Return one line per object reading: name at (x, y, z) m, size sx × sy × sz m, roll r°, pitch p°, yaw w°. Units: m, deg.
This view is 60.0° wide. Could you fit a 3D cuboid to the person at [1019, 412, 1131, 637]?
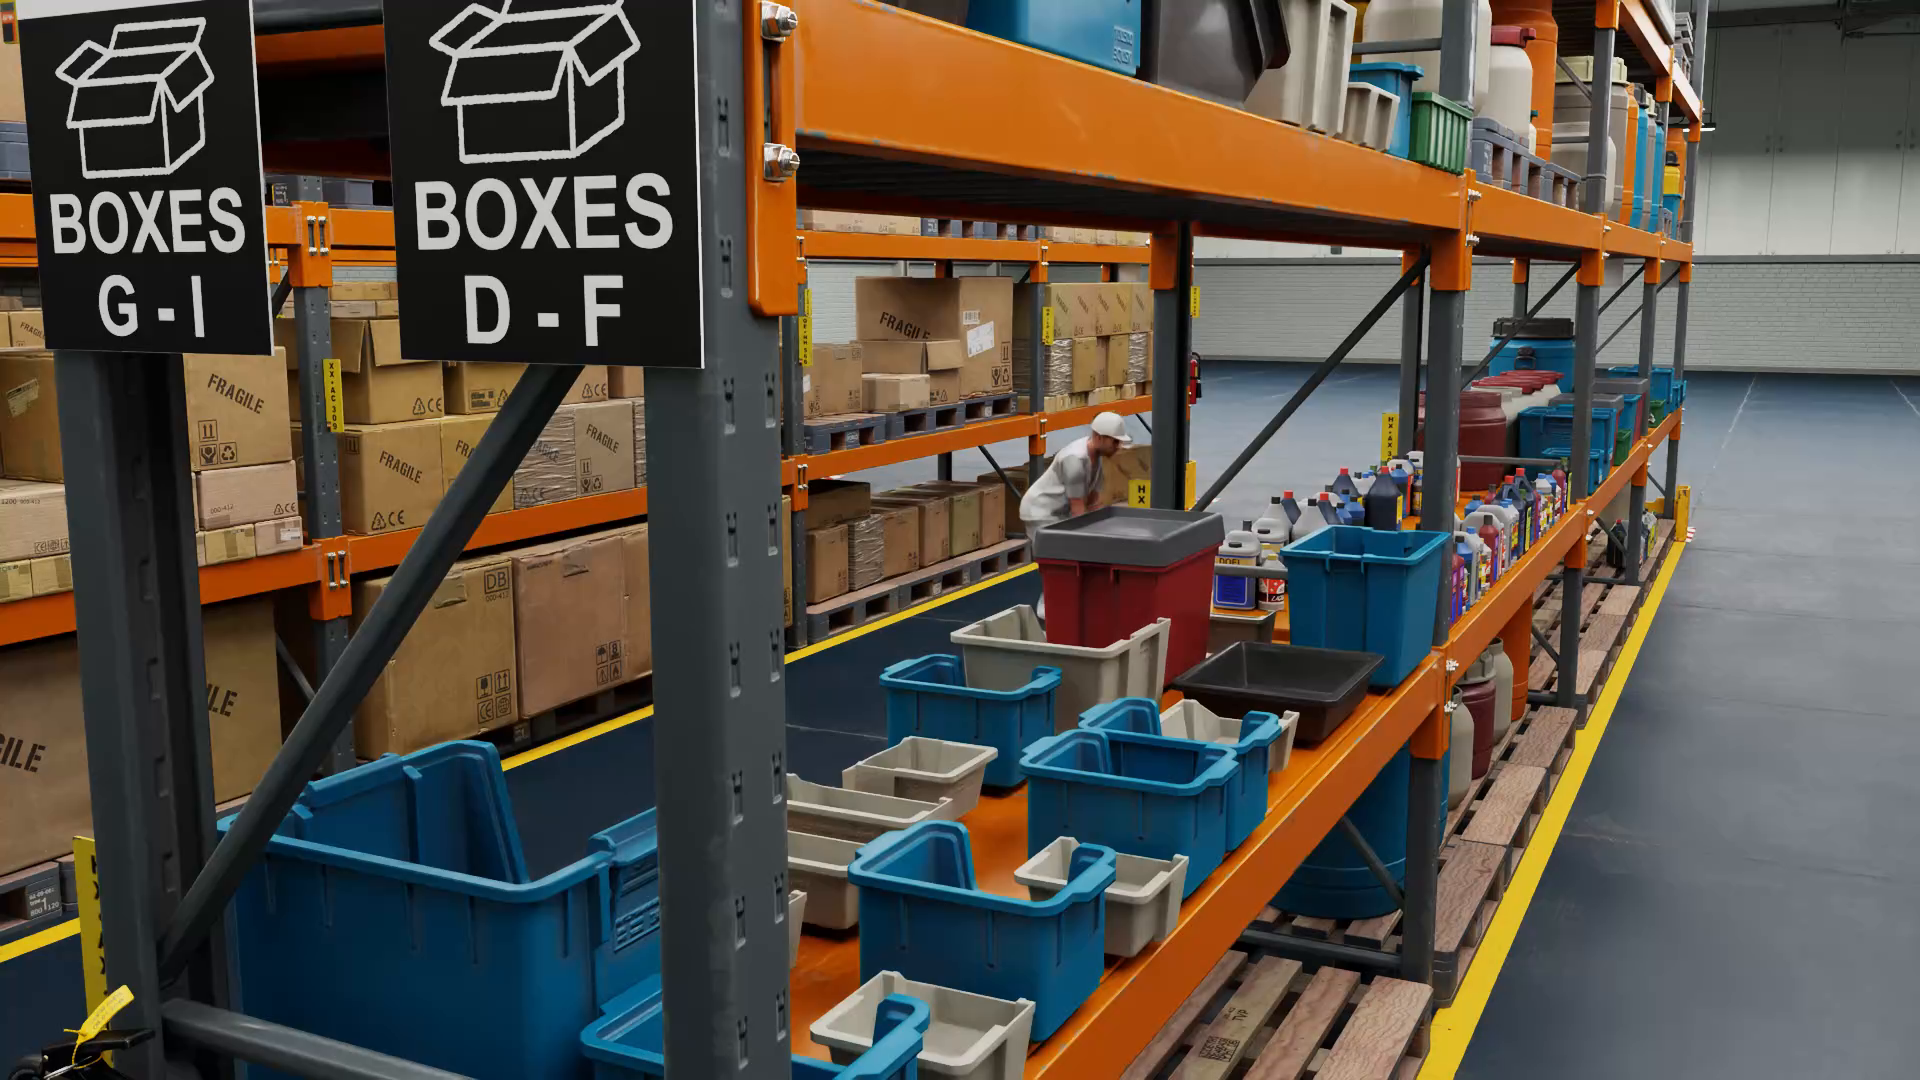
person at (0.772, -0.047, 11.093) m, size 0.739 × 1.628 × 0.484 m, roll 4°, pitch 10°, yaw 25°
